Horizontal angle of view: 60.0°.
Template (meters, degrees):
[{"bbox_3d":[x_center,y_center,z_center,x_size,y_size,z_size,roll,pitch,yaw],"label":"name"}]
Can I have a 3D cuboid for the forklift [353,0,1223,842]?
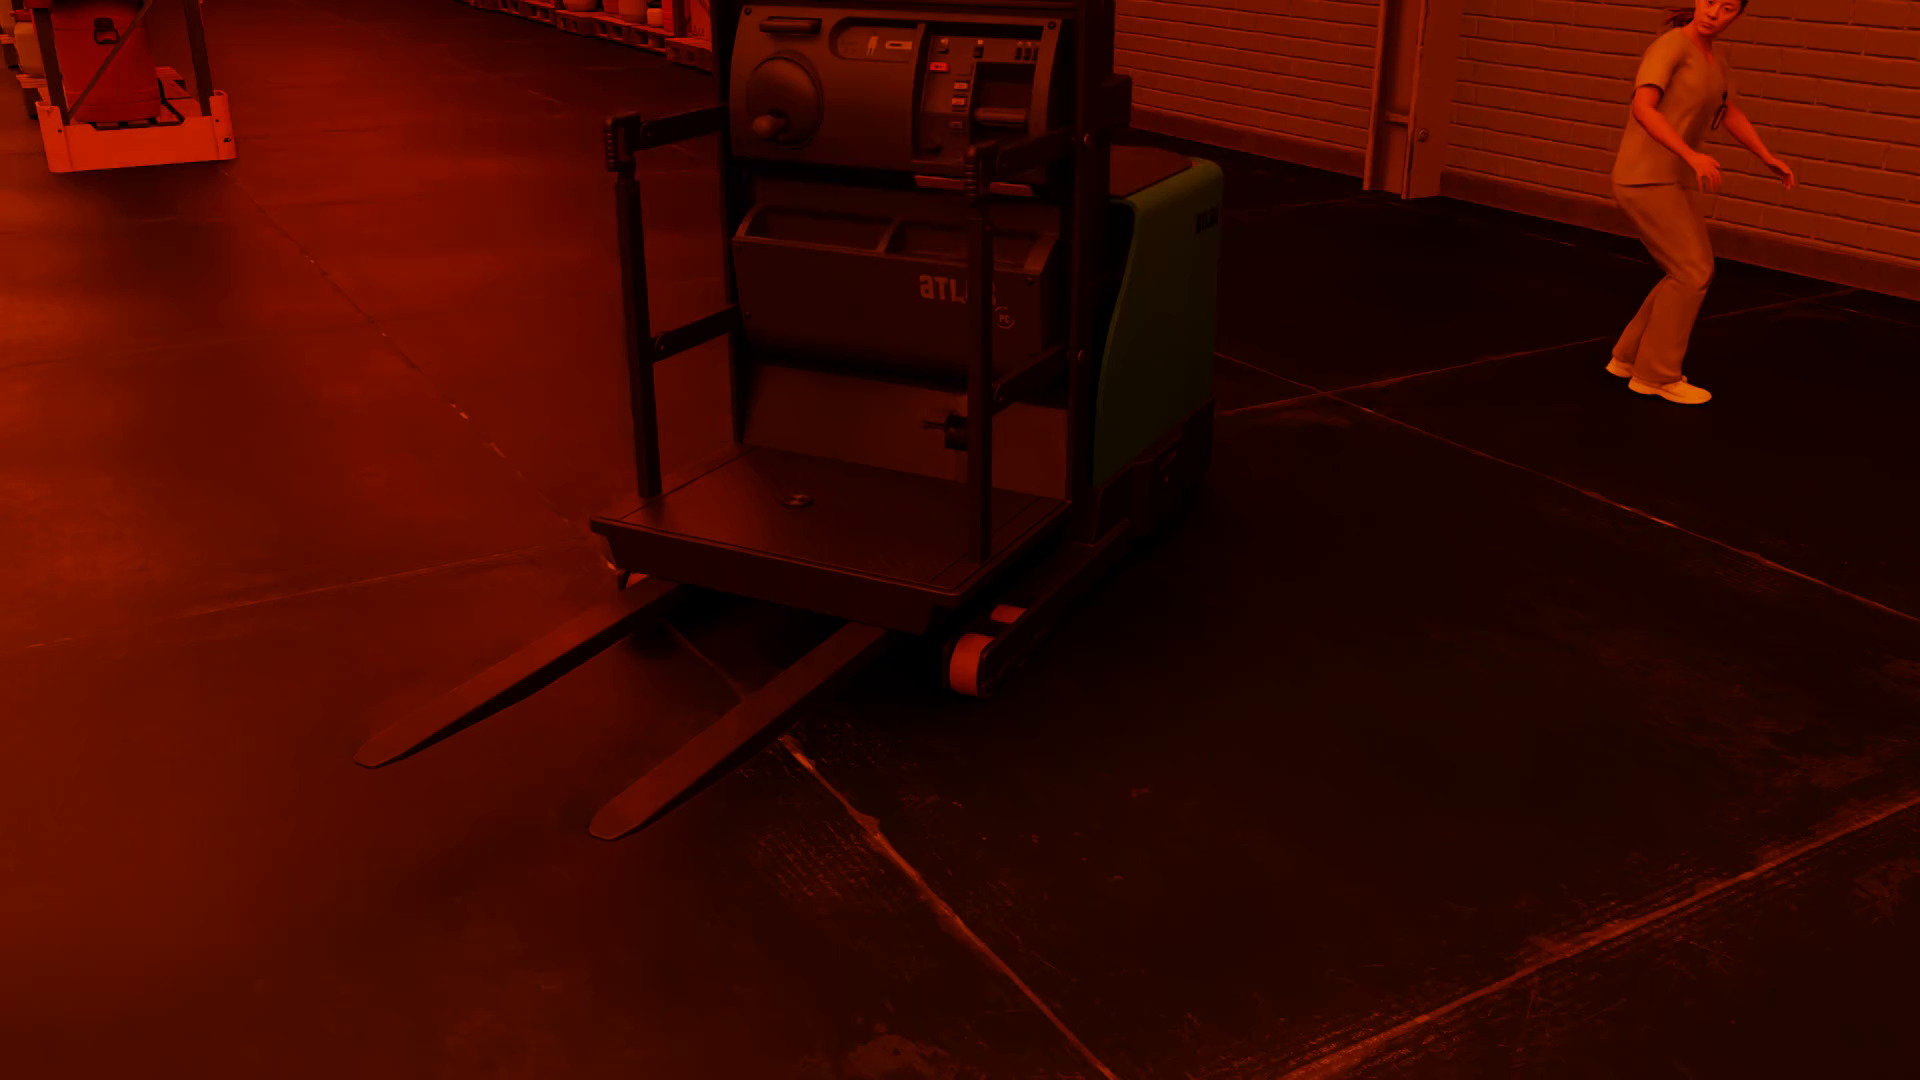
[{"bbox_3d":[-0.275,-1.149,4.074,1.130,2.935,3.031,11,25,25],"label":"forklift"}]

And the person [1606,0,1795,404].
[{"bbox_3d":[2.771,-1.307,6.259,0.566,1.623,0.674,18,28,36],"label":"person"}]
